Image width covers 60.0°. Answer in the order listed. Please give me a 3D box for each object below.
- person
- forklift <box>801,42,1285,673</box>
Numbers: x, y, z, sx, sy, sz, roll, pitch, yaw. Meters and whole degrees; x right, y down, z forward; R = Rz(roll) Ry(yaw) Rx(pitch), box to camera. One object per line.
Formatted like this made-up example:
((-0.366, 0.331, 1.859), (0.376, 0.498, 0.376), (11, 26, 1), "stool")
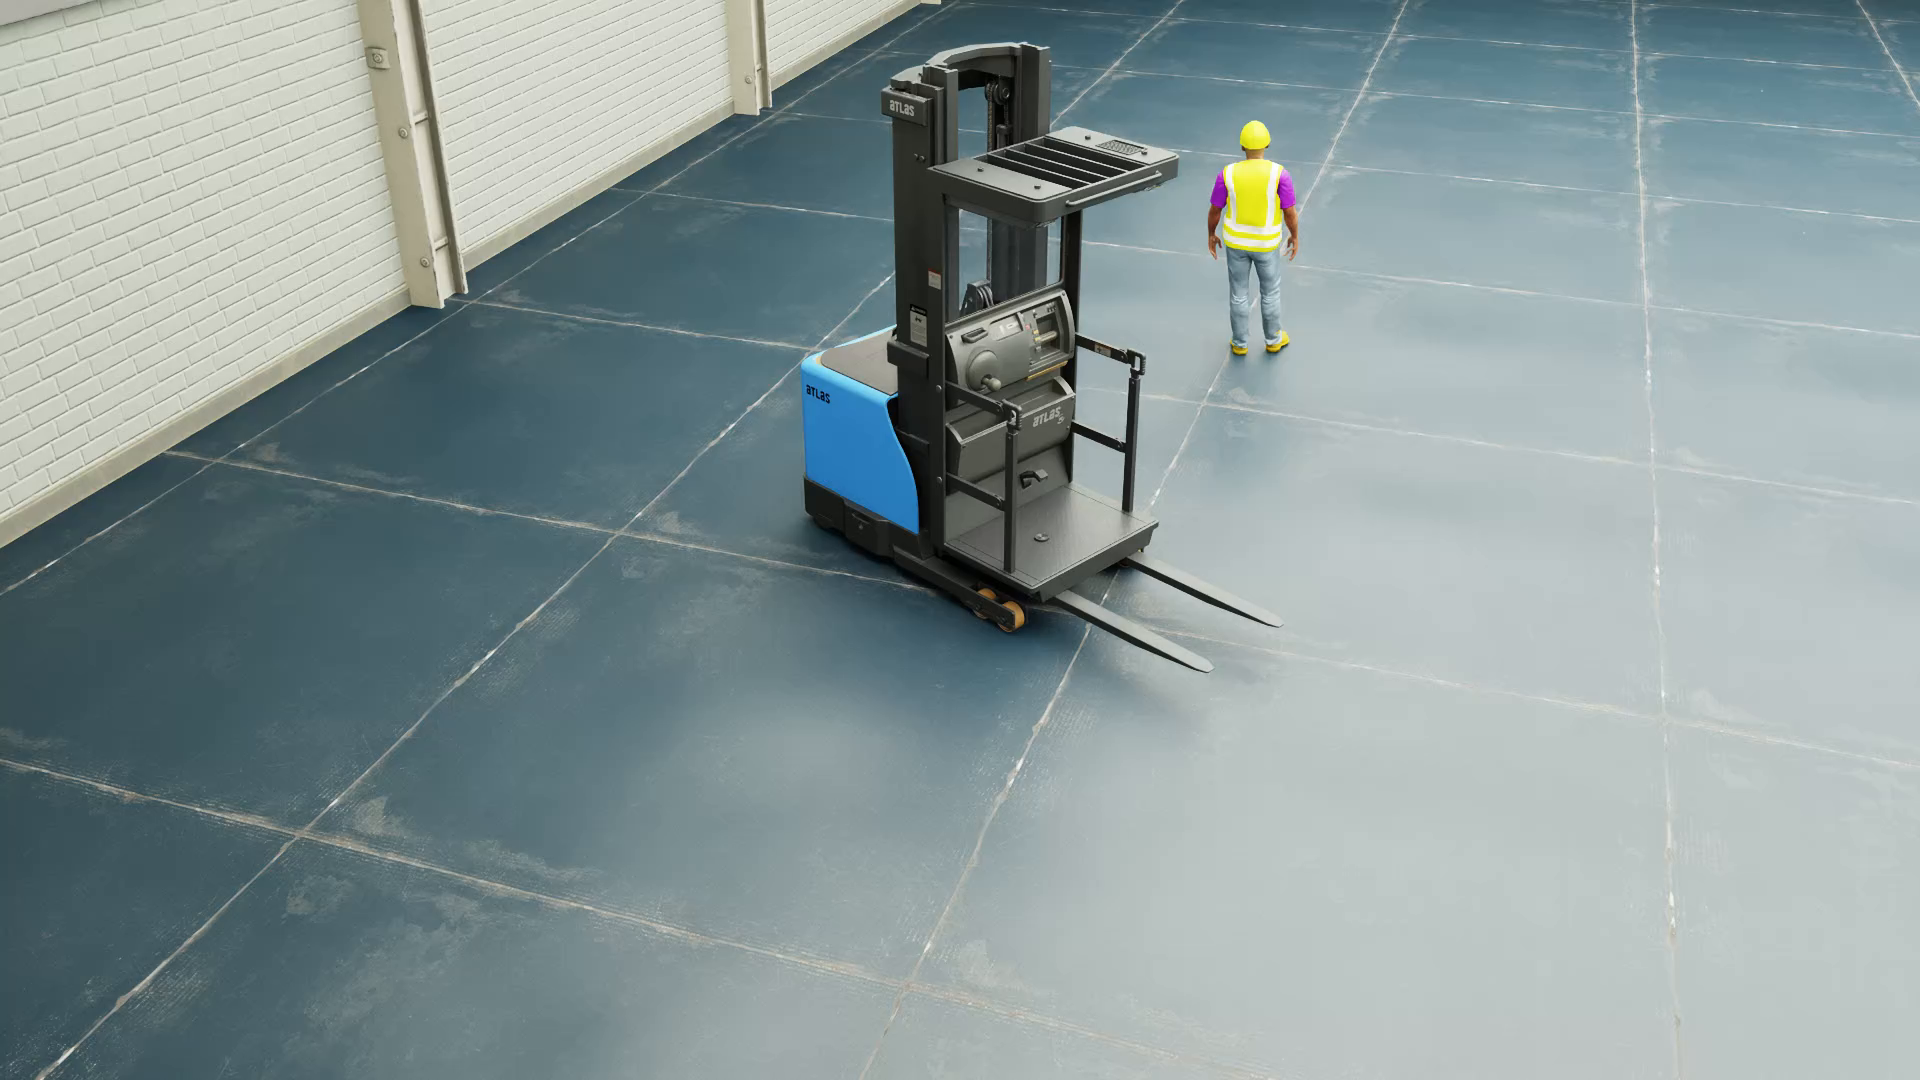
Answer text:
((2.153, -2.220, 12.193), (0.665, 1.768, 0.575), (8, 31, 14), "person")
((0.435, -1.055, 8.987), (1.130, 2.935, 3.031), (-26, 39, -38), "forklift")
